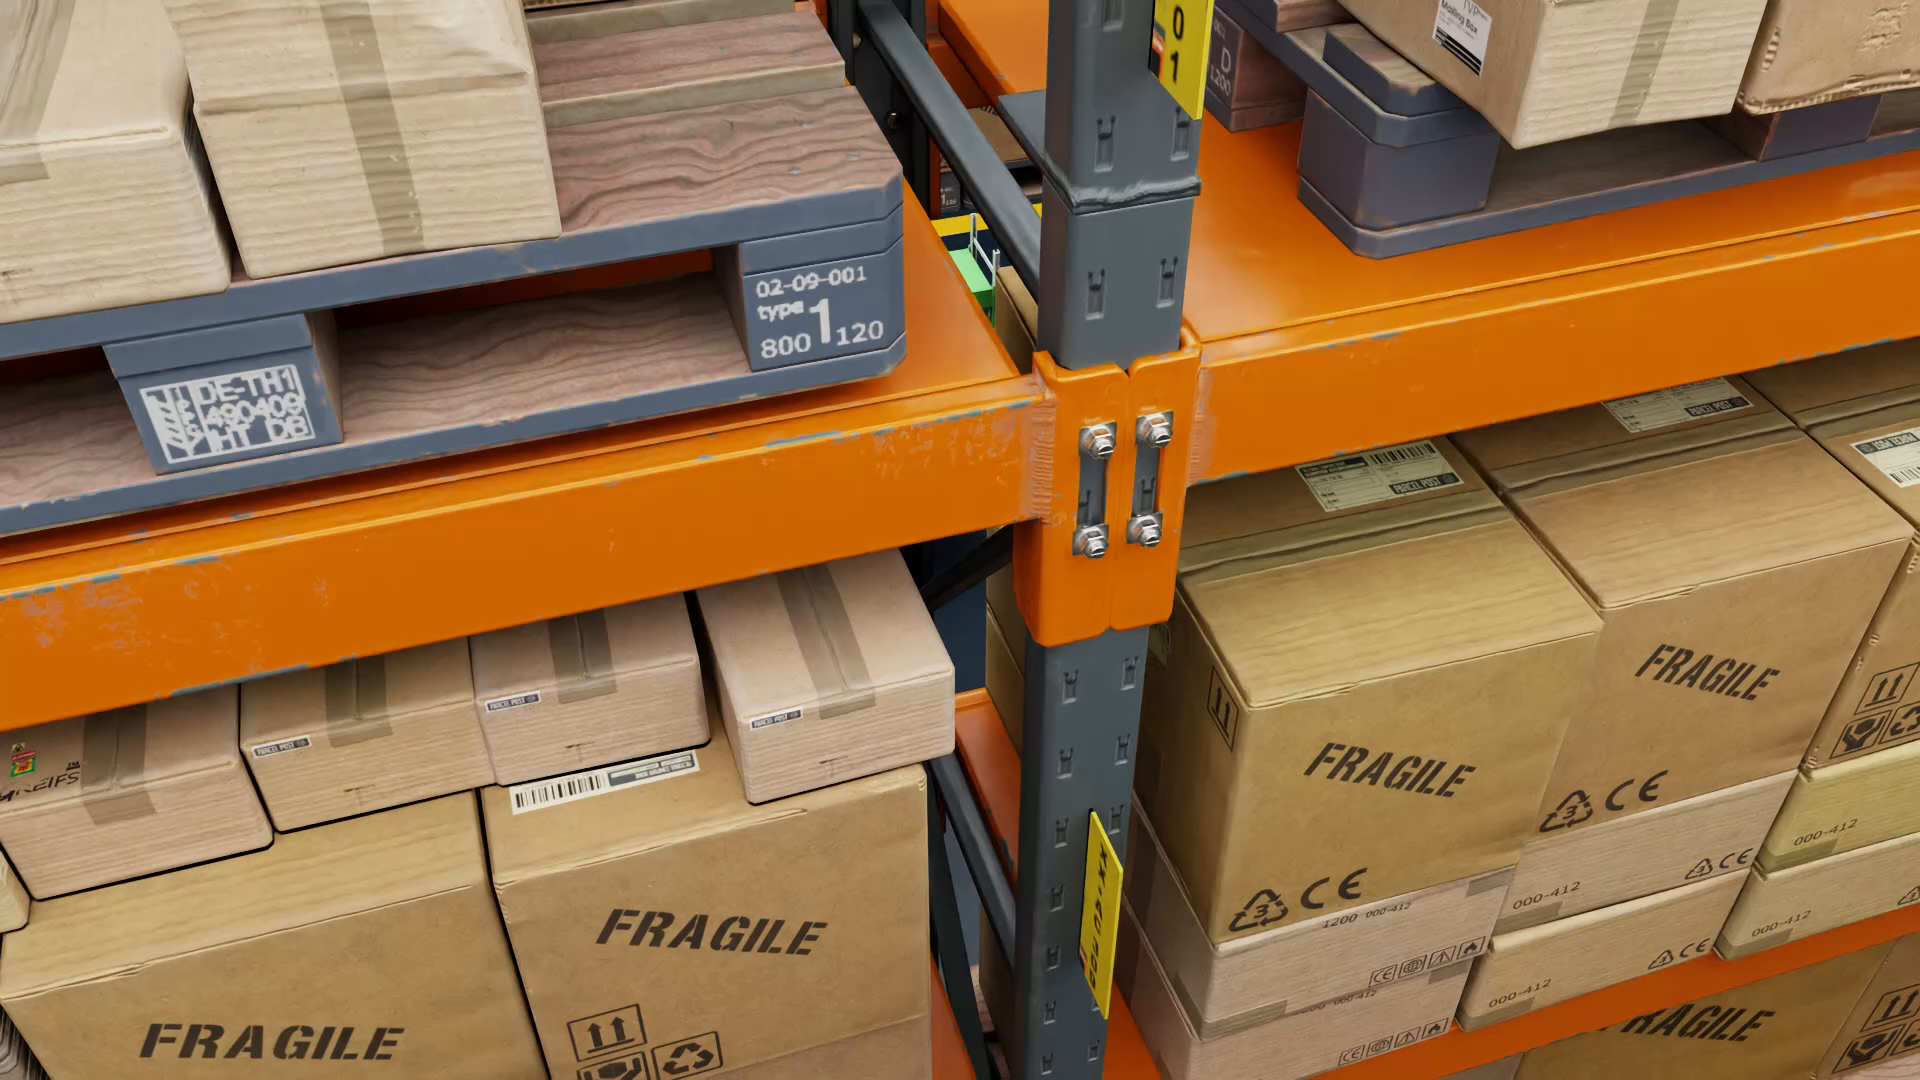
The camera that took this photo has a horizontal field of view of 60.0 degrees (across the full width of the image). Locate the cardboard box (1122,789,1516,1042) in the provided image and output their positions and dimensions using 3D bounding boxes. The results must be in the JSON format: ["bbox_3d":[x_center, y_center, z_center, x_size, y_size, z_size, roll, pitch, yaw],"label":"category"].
[{"bbox_3d":[0.520,0.463,2.674,0.500,0.250,0.500,-13,43,-14],"label":"cardboard box"}]

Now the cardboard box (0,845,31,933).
[{"bbox_3d":[-1.172,0.268,1.835,0.250,0.149,0.380,-12,43,-13],"label":"cardboard box"}]

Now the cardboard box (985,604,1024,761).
[{"bbox_3d":[0.367,0.315,3.224,0.500,0.250,0.500,-13,43,-14],"label":"cardboard box"}]

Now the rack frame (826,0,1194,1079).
[{"bbox_3d":[0.015,0.505,2.892,0.127,3.000,1.000,-12,42,-13],"label":"rack frame"}]

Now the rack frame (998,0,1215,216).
[{"bbox_3d":[0.015,-1.754,0.918,0.127,3.000,1.000,-12,42,-13],"label":"rack frame"}]

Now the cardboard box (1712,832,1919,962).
[{"bbox_3d":[1.501,0.446,3.074,0.500,0.250,0.500,-12,43,-13],"label":"cardboard box"}]

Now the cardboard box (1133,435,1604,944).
[{"bbox_3d":[0.521,0.184,2.423,0.500,0.500,0.500,-11,42,-13],"label":"cardboard box"}]

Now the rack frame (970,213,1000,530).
[{"bbox_3d":[0.075,-0.467,5.373,0.015,1.200,0.240,-12,42,-13],"label":"rack frame"}]

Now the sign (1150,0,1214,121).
[{"bbox_3d":[0.183,-0.501,1.311,0.005,0.325,0.100,-12,42,-13],"label":"sign"}]

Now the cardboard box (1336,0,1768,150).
[{"bbox_3d":[0.598,-0.611,1.673,0.258,0.266,0.396,-12,43,-13],"label":"cardboard box"}]

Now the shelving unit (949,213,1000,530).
[{"bbox_3d":[-0.158,-0.419,5.318,0.503,1.200,0.258,-12,42,-13],"label":"shelving unit"}]

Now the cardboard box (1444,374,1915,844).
[{"bbox_3d":[0.998,0.066,2.558,0.500,0.500,0.500,-12,43,-13],"label":"cardboard box"}]

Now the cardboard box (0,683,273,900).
[{"bbox_3d":[-0.944,0.196,1.917,0.250,0.149,0.380,-12,43,-13],"label":"cardboard box"}]

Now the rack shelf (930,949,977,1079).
[{"bbox_3d":[-1.892,1.171,2.676,4.000,0.370,1.077,-12,42,-13],"label":"rack shelf"}]

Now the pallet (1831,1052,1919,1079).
[{"bbox_3d":[1.894,1.112,4.317,1.213,0.211,1.003,-12,42,-13],"label":"pallet"}]

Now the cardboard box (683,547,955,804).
[{"bbox_3d":[-0.183,0.107,2.019,0.250,0.149,0.380,-13,43,-14],"label":"cardboard box"}]

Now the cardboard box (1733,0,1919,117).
[{"bbox_3d":[0.943,-0.813,1.725,0.500,0.500,0.500,-12,43,-14],"label":"cardboard box"}]

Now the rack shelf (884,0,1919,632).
[{"bbox_3d":[1.923,-0.749,2.594,4.000,0.370,1.077,-12,42,-13],"label":"rack shelf"}]

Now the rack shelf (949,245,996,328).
[{"bbox_3d":[-0.158,-0.732,5.044,0.480,0.148,0.258,-12,42,-13],"label":"rack shelf"}]

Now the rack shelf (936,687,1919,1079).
[{"bbox_3d":[1.923,0.381,3.581,4.000,0.370,1.077,-12,42,-13],"label":"rack shelf"}]

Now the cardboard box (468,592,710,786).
[{"bbox_3d":[-0.467,0.091,2.037,0.250,0.149,0.380,-11,42,-12],"label":"cardboard box"}]

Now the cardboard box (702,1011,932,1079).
[{"bbox_3d":[-0.350,0.719,2.571,0.500,0.500,0.500,-11,42,-13],"label":"cardboard box"}]

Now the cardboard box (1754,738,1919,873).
[{"bbox_3d":[1.498,0.259,2.907,0.500,0.250,0.500,-11,42,-13],"label":"cardboard box"}]

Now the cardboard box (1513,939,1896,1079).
[{"bbox_3d":[1.442,0.791,3.861,0.875,0.875,0.875,-11,42,-12],"label":"cardboard box"}]

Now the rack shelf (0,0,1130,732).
[{"bbox_3d":[-1.892,0.042,1.690,4.000,0.370,1.077,-12,42,-13],"label":"rack shelf"}]

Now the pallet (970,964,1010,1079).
[{"bbox_3d":[0.728,1.355,4.038,1.213,0.211,1.003,-12,42,-13],"label":"pallet"}]

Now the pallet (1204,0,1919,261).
[{"bbox_3d":[0.875,-0.765,2.211,1.217,0.209,0.805,-13,43,-15],"label":"pallet"}]

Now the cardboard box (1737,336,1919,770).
[{"bbox_3d":[1.477,-0.031,2.670,0.500,0.500,0.500,-13,43,-14],"label":"cardboard box"}]

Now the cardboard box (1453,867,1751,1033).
[{"bbox_3d":[1.007,0.537,2.970,0.500,0.250,0.500,-13,43,-14],"label":"cardboard box"}]

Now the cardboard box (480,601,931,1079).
[{"bbox_3d":[-0.352,0.357,2.225,0.500,0.500,0.500,-12,43,-13],"label":"cardboard box"}]

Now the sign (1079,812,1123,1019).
[{"bbox_3d":[0.183,0.497,2.183,0.005,0.325,0.100,-12,42,-13],"label":"sign"}]

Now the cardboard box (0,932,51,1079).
[{"bbox_3d":[-1.321,0.559,1.994,0.500,0.500,0.500,-11,42,-12],"label":"cardboard box"}]

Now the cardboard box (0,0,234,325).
[{"bbox_3d":[-0.750,-0.347,1.383,0.250,0.149,0.380,-11,42,-12],"label":"cardboard box"}]

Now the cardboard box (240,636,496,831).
[{"bbox_3d":[-0.708,0.134,1.988,0.250,0.149,0.380,-12,42,-13],"label":"cardboard box"}]

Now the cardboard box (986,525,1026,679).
[{"bbox_3d":[0.363,0.133,3.051,0.500,0.250,0.500,-12,42,-13],"label":"cardboard box"}]

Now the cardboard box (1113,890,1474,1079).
[{"bbox_3d":[0.514,0.640,2.851,0.500,0.250,0.500,-13,43,-14],"label":"cardboard box"}]

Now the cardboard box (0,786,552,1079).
[{"bbox_3d":[-0.838,0.452,2.116,0.500,0.500,0.500,-12,43,-14],"label":"cardboard box"}]

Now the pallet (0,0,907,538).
[{"bbox_3d":[-0.768,-0.436,1.757,1.213,0.211,1.003,-12,42,-13],"label":"pallet"}]
